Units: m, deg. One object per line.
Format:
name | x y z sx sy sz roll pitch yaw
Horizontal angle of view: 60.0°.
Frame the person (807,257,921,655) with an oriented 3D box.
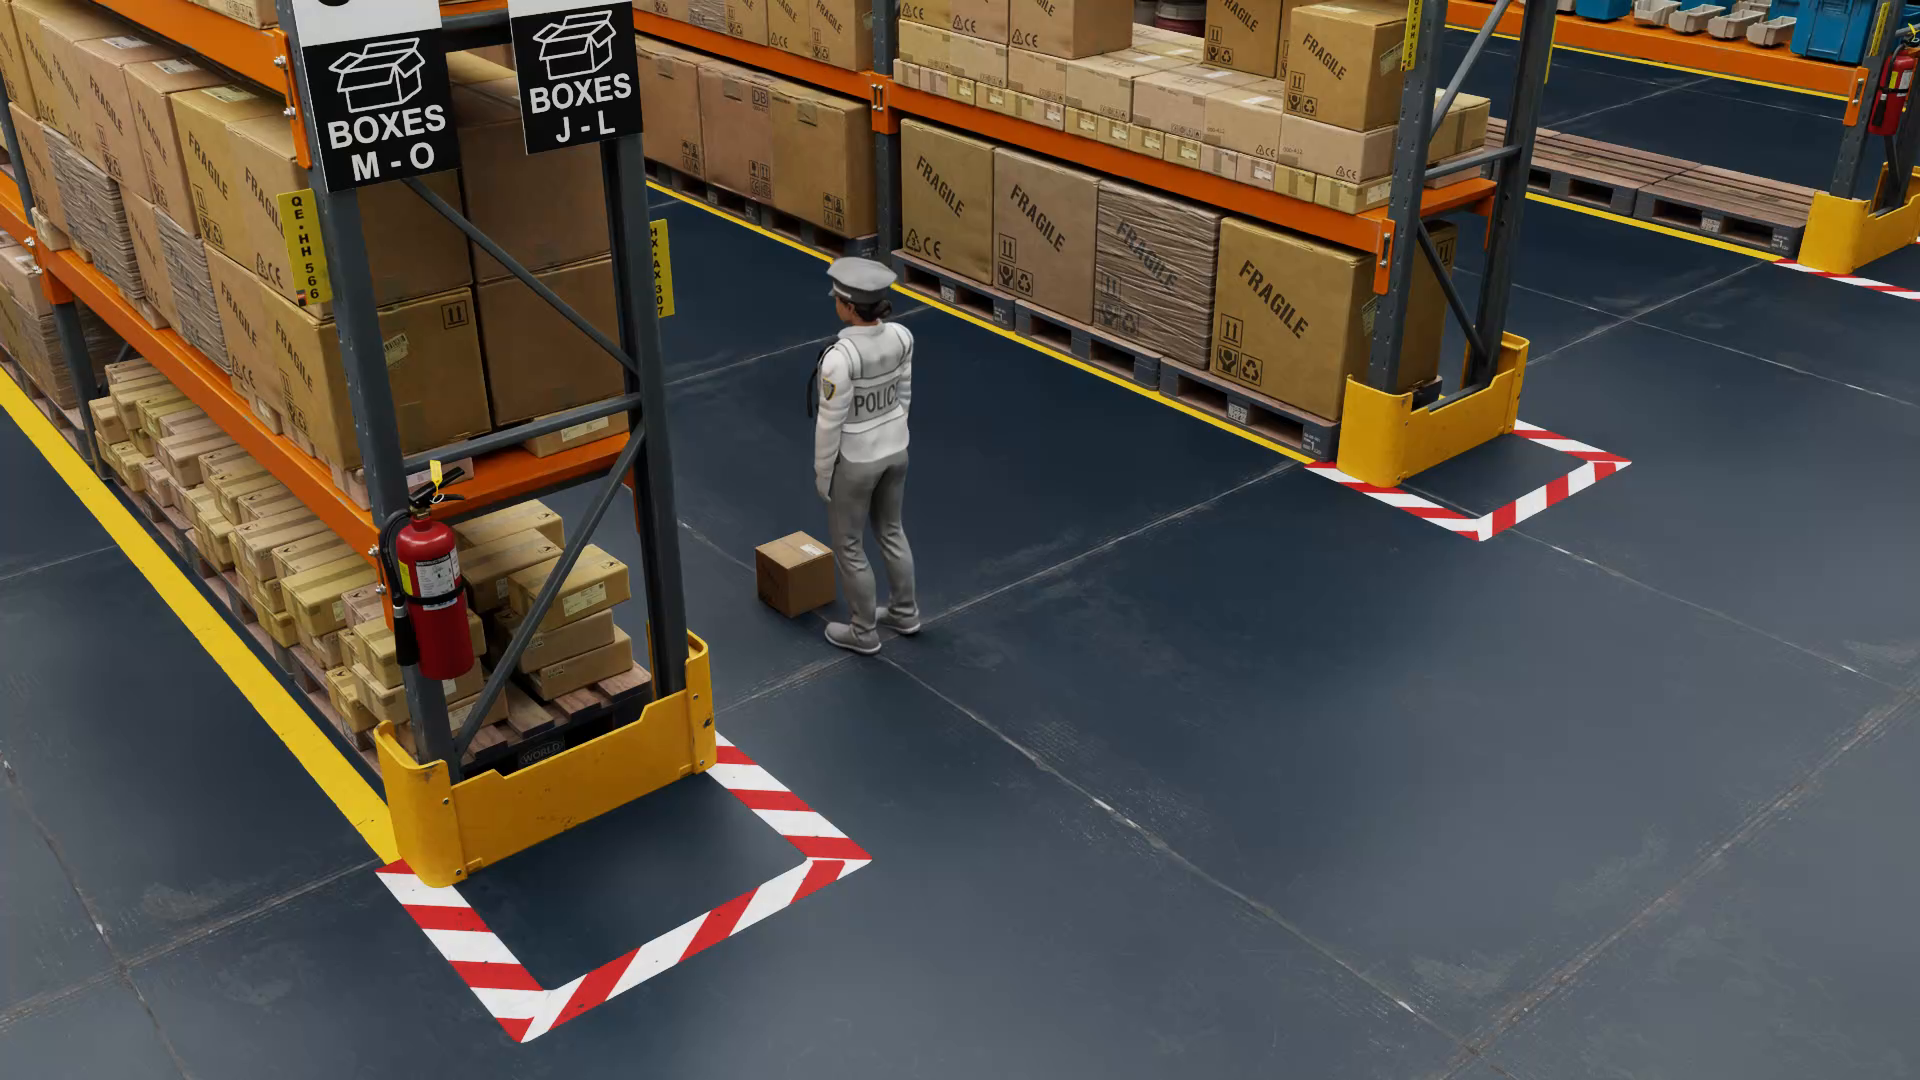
person | -0.400 -0.317 6.722 0.330 1.684 0.469 23 36 36
